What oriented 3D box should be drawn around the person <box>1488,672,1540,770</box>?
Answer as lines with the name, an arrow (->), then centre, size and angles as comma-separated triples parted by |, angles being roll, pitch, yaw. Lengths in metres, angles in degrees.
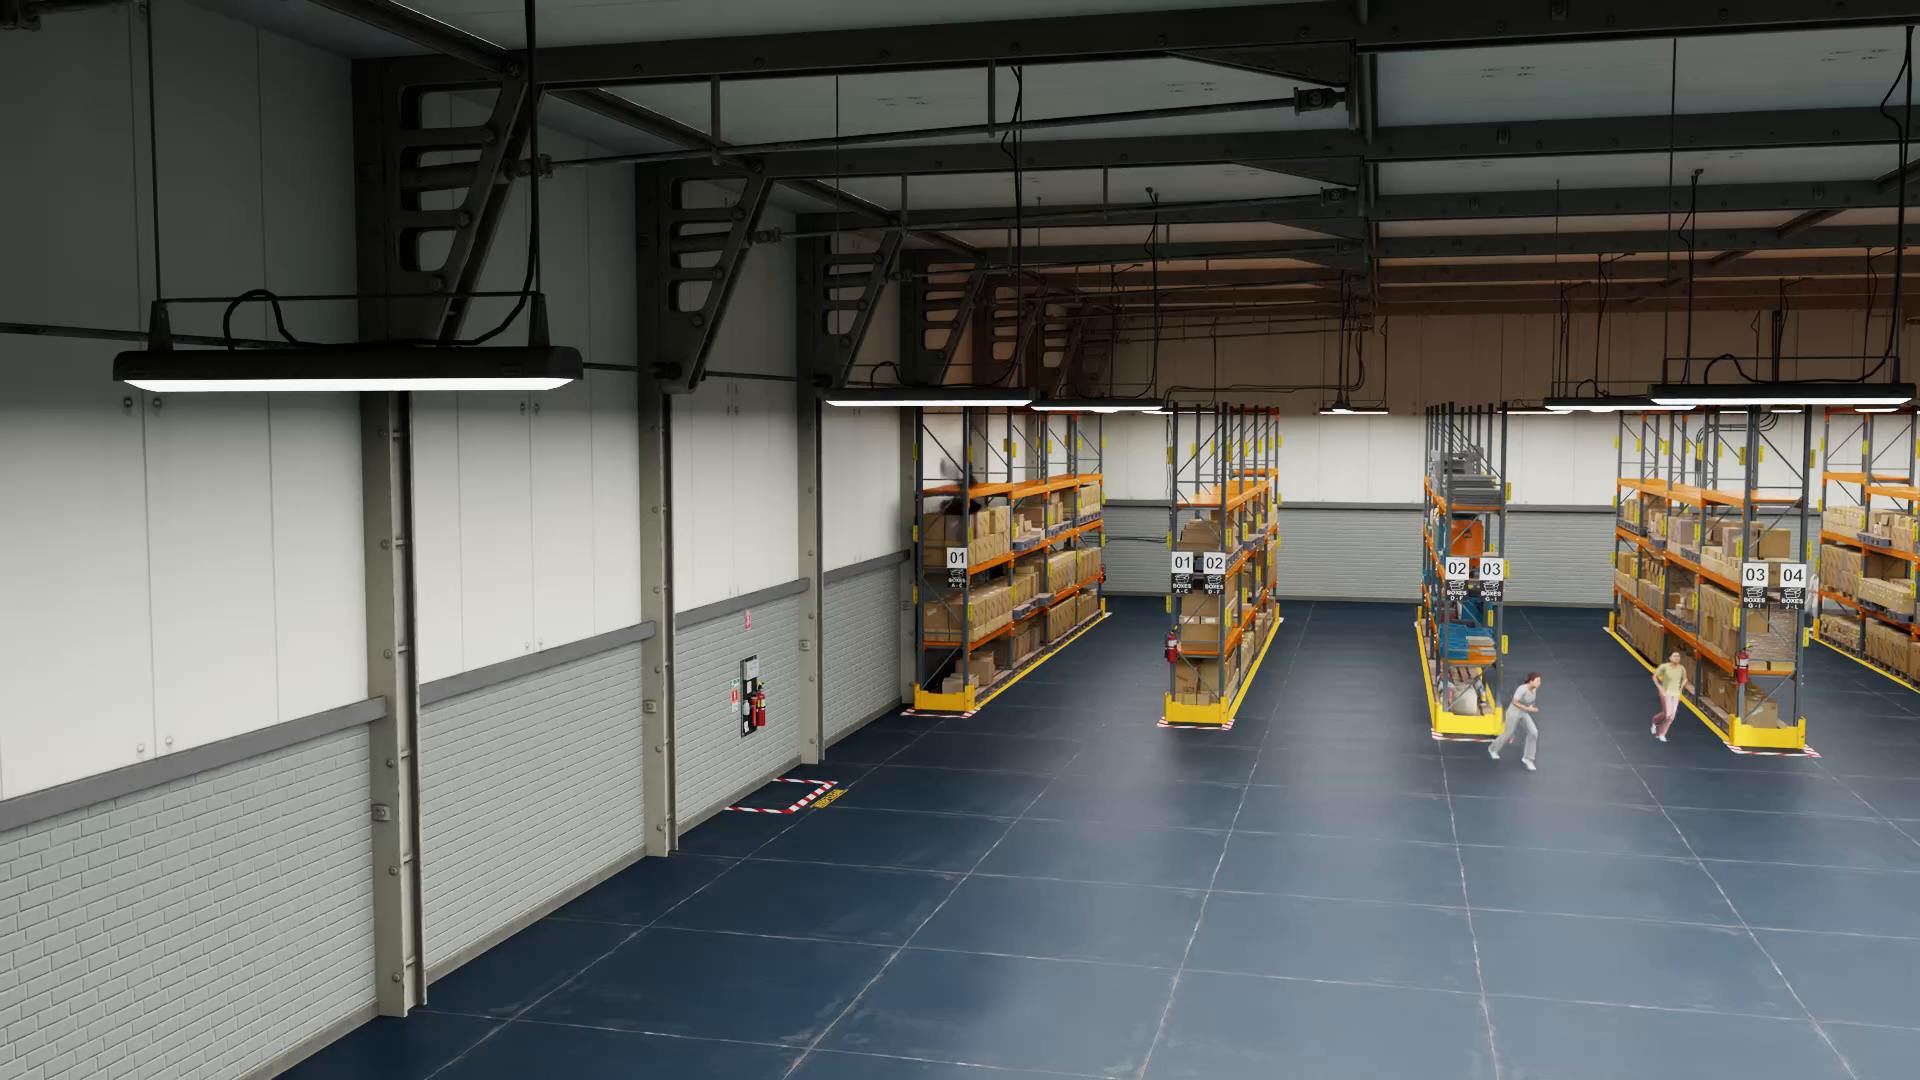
person -> 9.128, 2.936, 27.361 | 0.606, 1.625, 0.945 | -3, 5, -37

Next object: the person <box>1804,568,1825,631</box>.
person -> 22.952, 1.574, 44.576 | 0.620, 1.762, 0.721 | -1, 4, -16

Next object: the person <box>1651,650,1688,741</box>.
person -> 12.614, 2.746, 29.503 | 0.587, 1.627, 0.543 | 0, 4, -2
